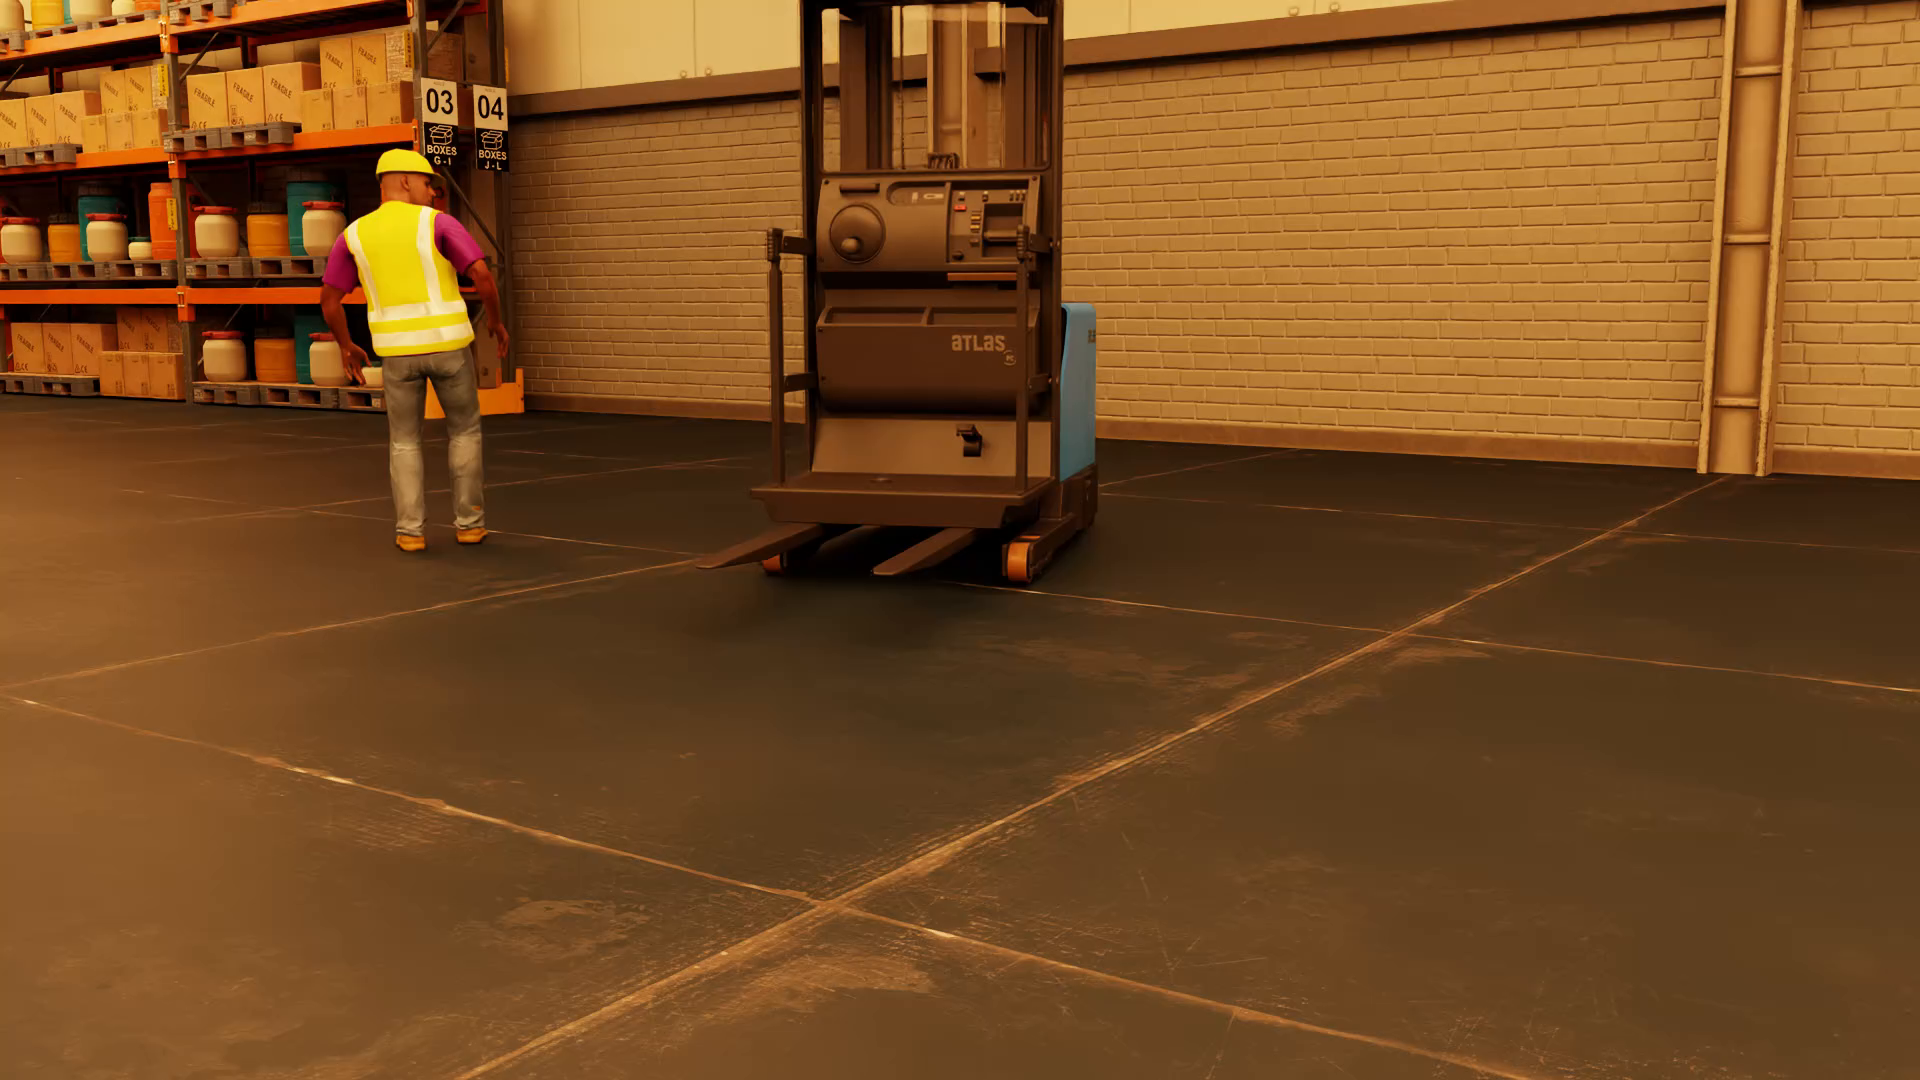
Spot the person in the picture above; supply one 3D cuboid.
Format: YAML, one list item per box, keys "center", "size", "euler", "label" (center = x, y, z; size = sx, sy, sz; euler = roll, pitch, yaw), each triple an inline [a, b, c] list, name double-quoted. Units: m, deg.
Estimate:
- center: [-2.392, -0.843, 7.358]
  size: [0.785, 1.739, 0.519]
  euler: [-1, 8, -5]
  label: "person"

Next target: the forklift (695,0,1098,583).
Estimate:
- center: [-0.181, -1.340, 6.617]
  size: [1.130, 2.935, 3.031]
  euler: [2, 8, 14]
  label: "forklift"
